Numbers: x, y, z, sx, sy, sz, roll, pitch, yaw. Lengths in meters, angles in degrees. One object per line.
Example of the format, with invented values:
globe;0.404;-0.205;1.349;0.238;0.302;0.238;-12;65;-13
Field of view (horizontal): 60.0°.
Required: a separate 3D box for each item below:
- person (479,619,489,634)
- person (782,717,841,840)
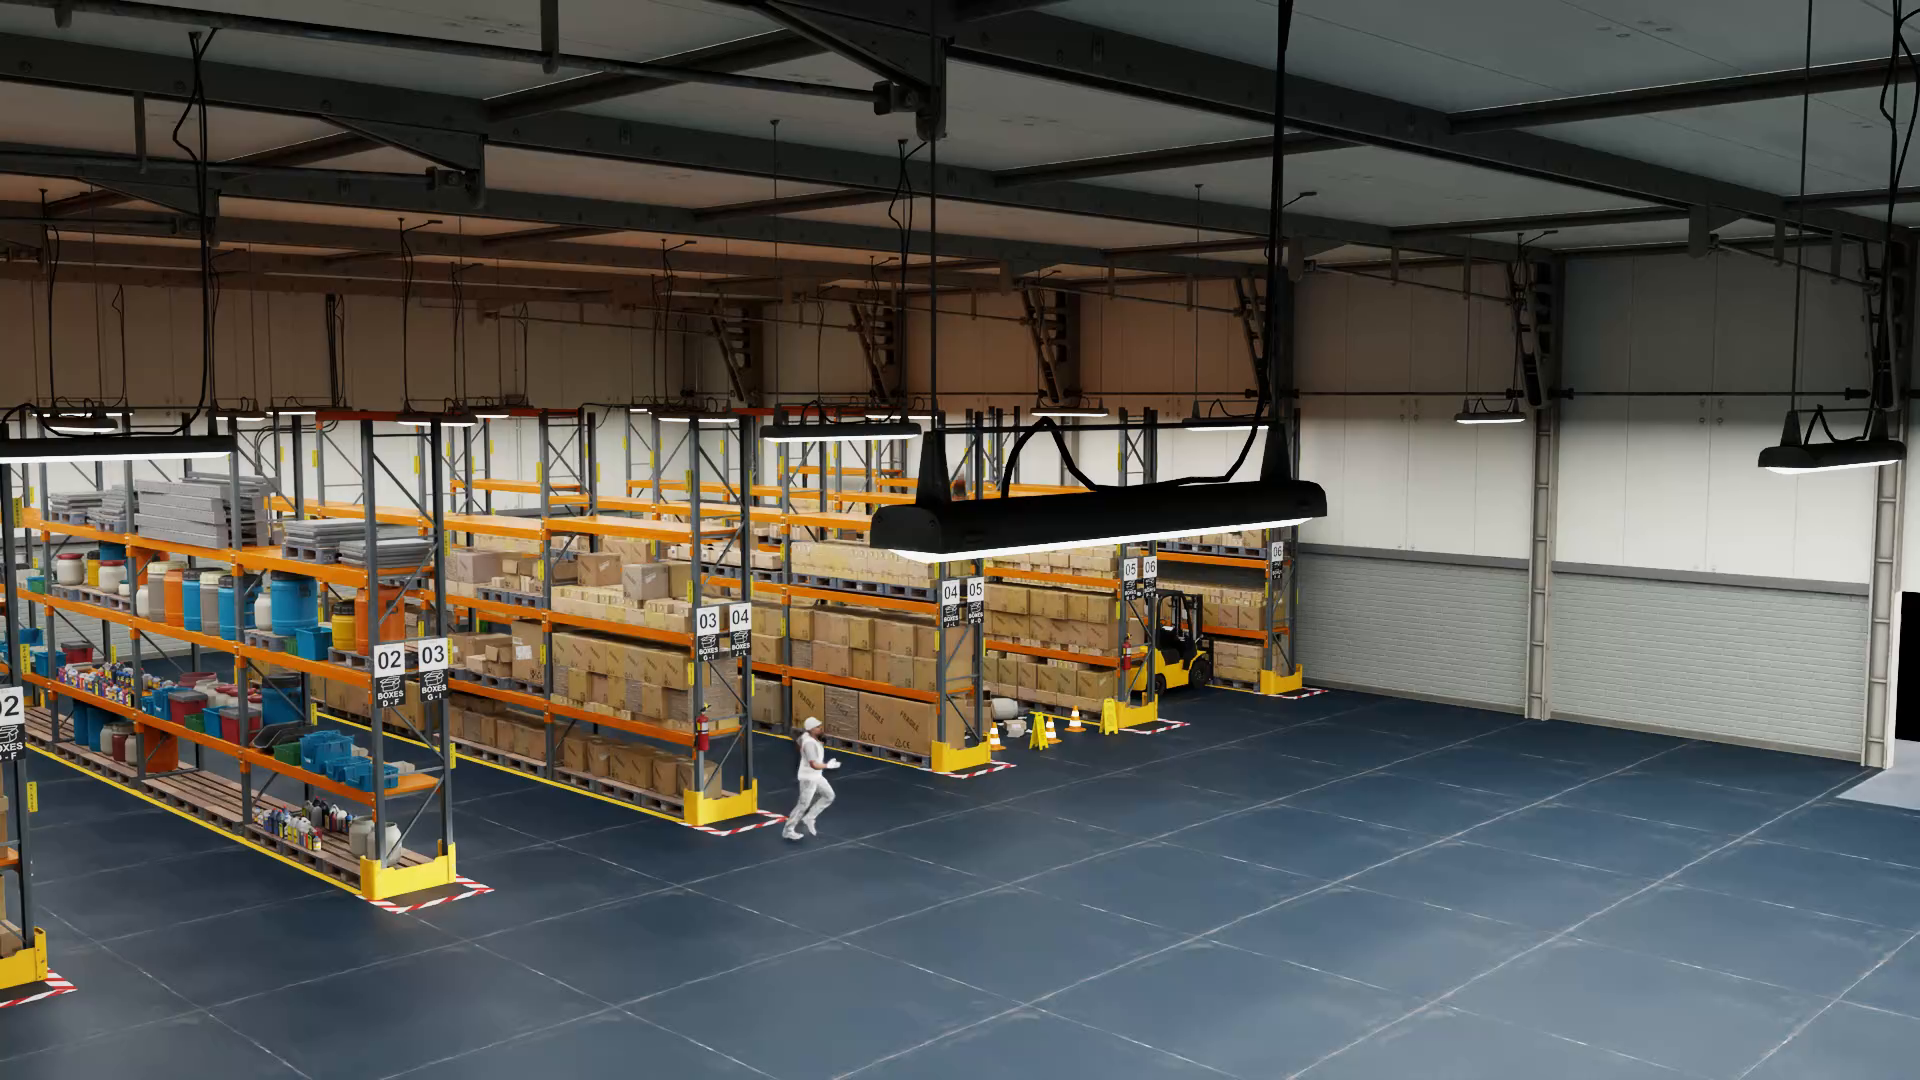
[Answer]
person;-11.571;1.881;40.561;0.818;1.752;0.718;0;5;-2
person;-2.092;3.349;23.547;0.841;1.729;0.703;0;5;2
